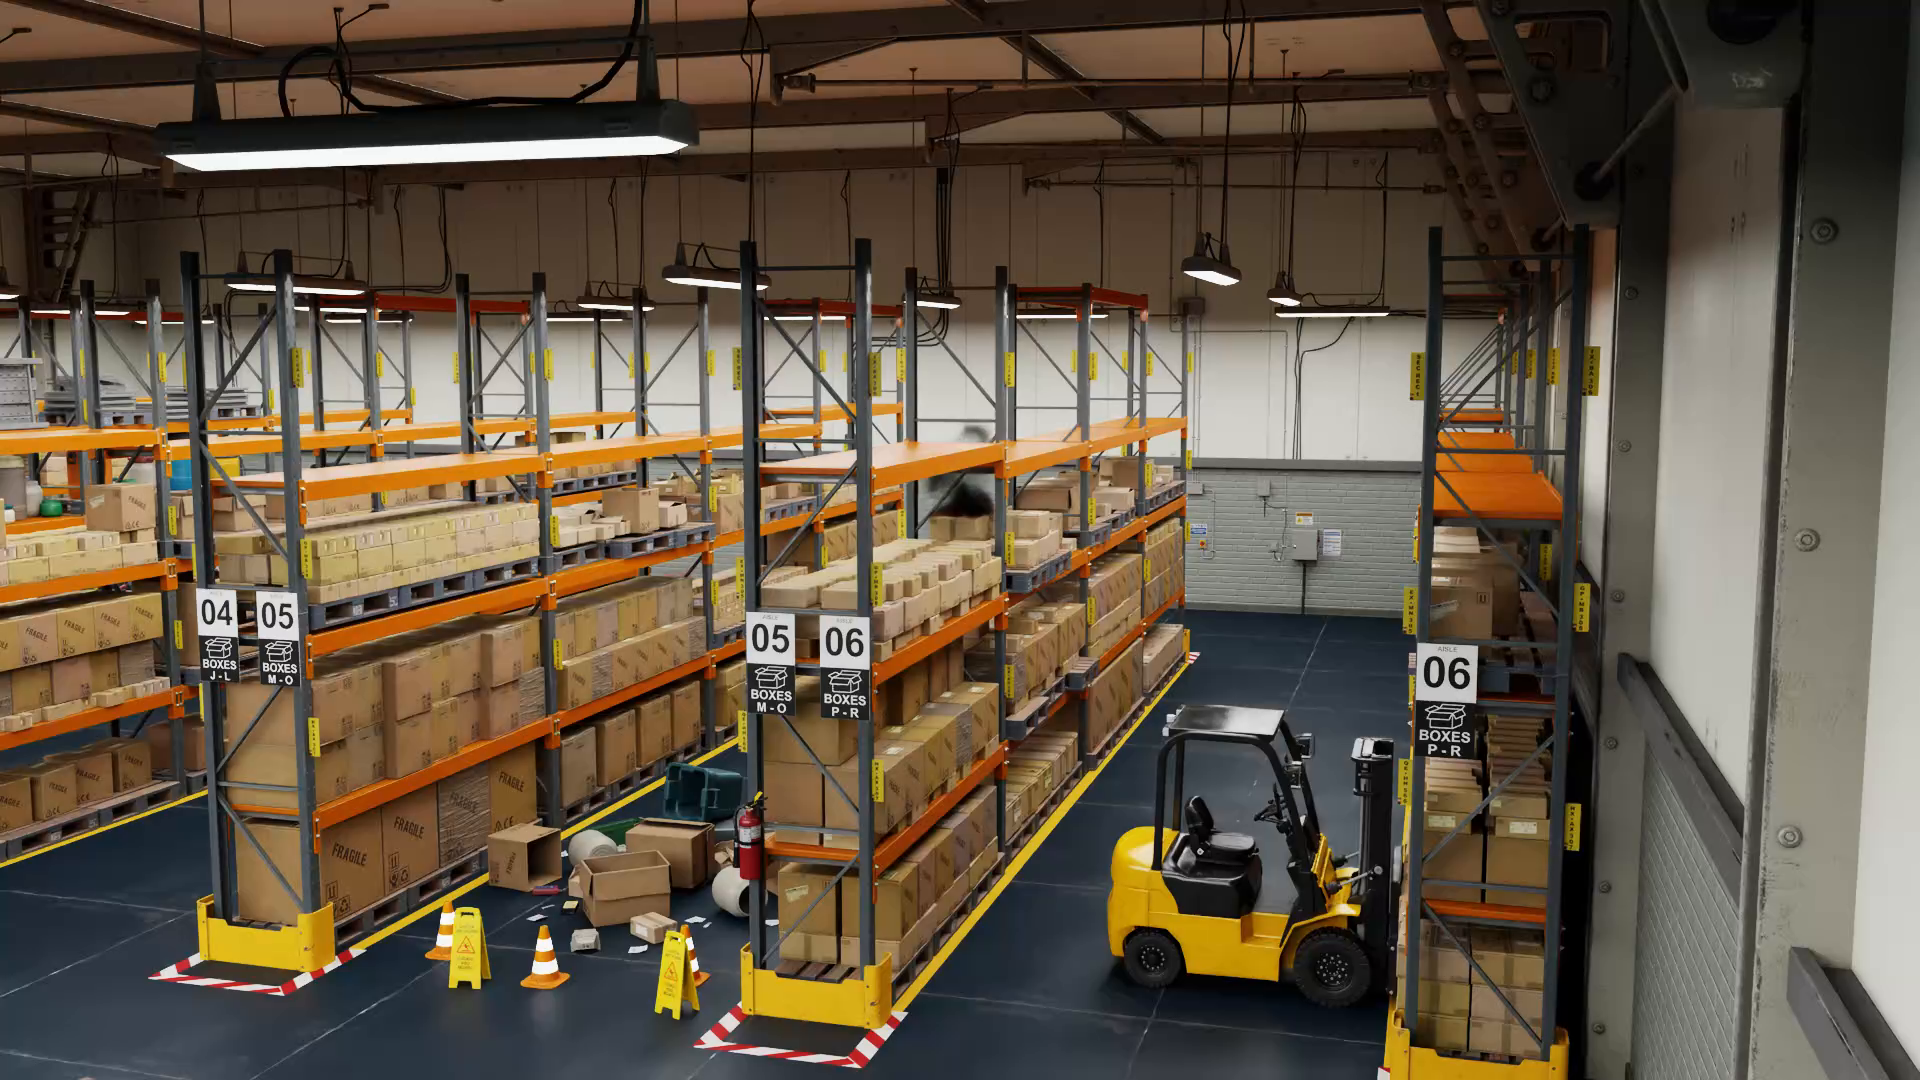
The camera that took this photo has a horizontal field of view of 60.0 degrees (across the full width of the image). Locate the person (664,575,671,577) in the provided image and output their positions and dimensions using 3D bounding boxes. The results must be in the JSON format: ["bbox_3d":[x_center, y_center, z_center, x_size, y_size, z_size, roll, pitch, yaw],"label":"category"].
[{"bbox_3d":[-4.434,1.407,25.354,0.663,1.777,1.004,2,7,17],"label":"person"}]
